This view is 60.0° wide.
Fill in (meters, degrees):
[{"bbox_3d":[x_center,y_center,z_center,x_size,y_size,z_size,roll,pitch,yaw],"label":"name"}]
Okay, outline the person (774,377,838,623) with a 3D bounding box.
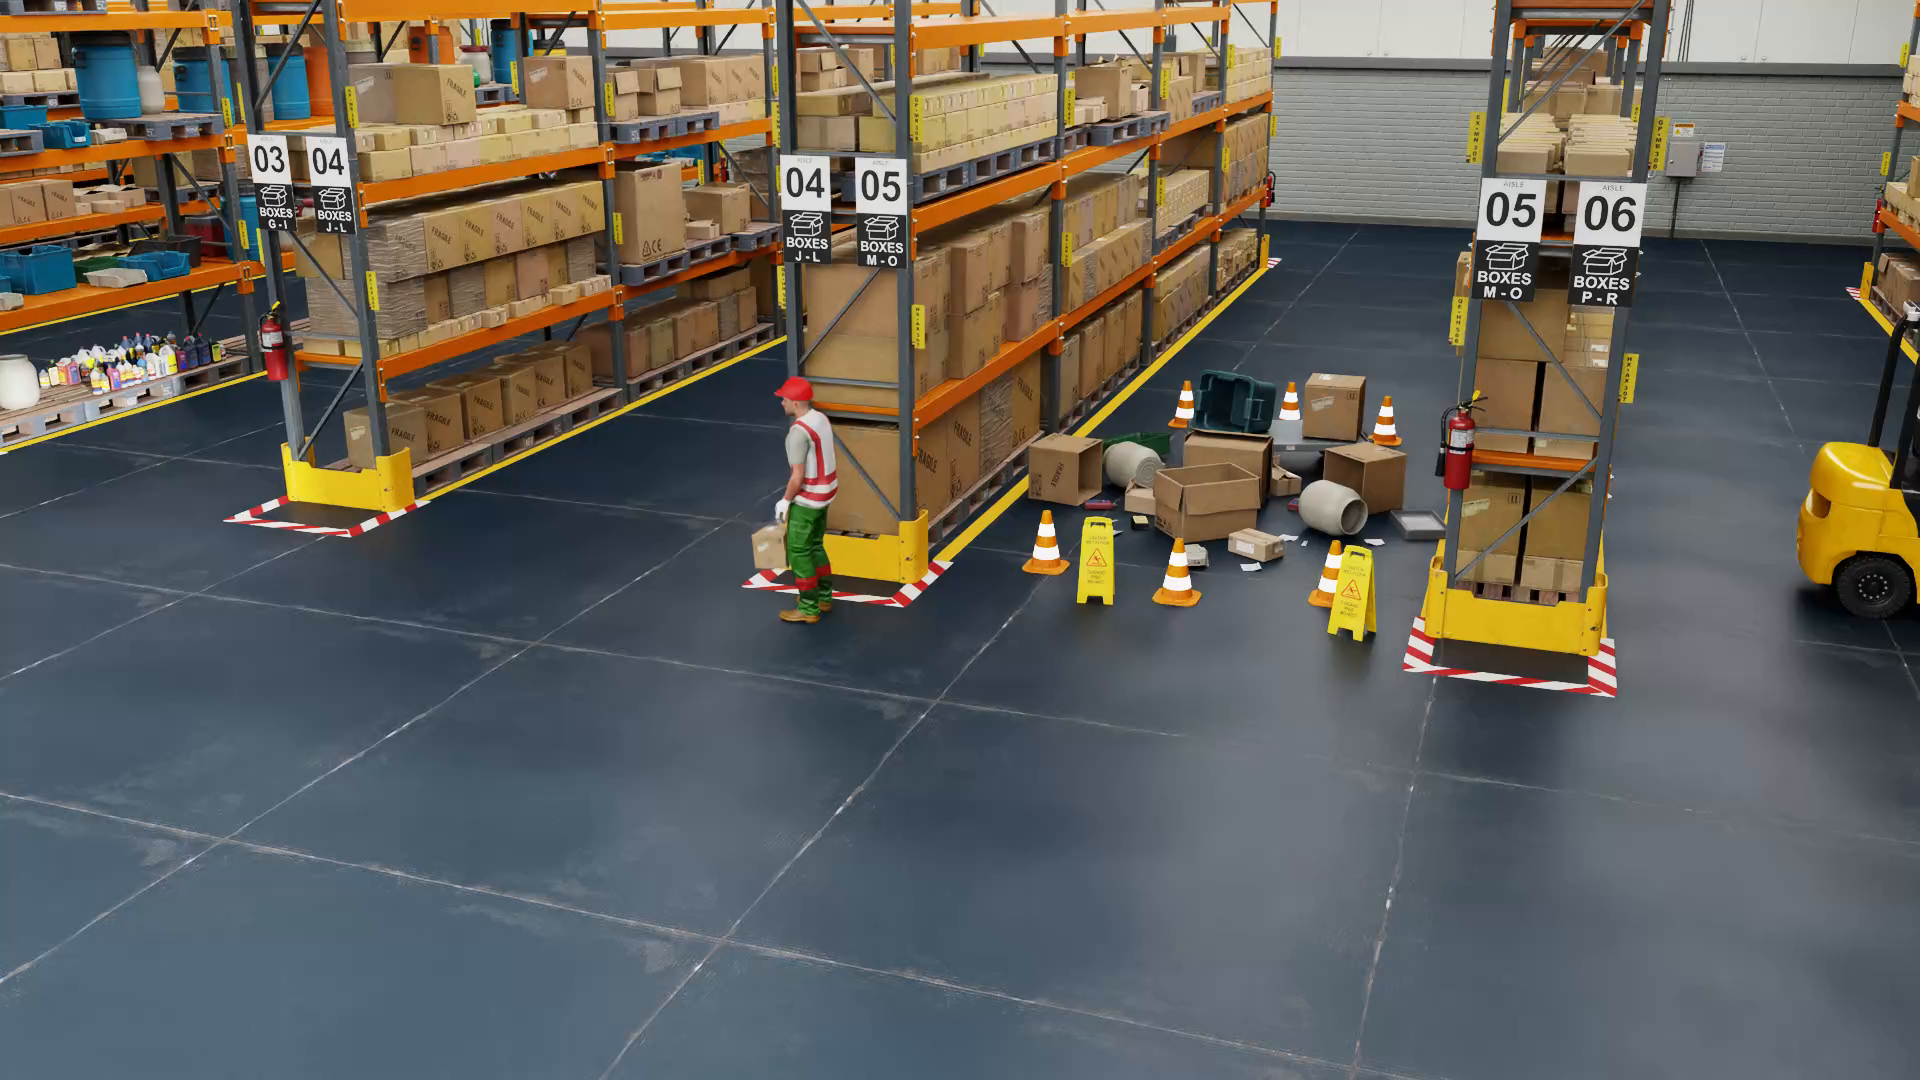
[{"bbox_3d":[-1.098,-0.292,11.902,0.416,1.785,0.553,6,19,17],"label":"person"}]
